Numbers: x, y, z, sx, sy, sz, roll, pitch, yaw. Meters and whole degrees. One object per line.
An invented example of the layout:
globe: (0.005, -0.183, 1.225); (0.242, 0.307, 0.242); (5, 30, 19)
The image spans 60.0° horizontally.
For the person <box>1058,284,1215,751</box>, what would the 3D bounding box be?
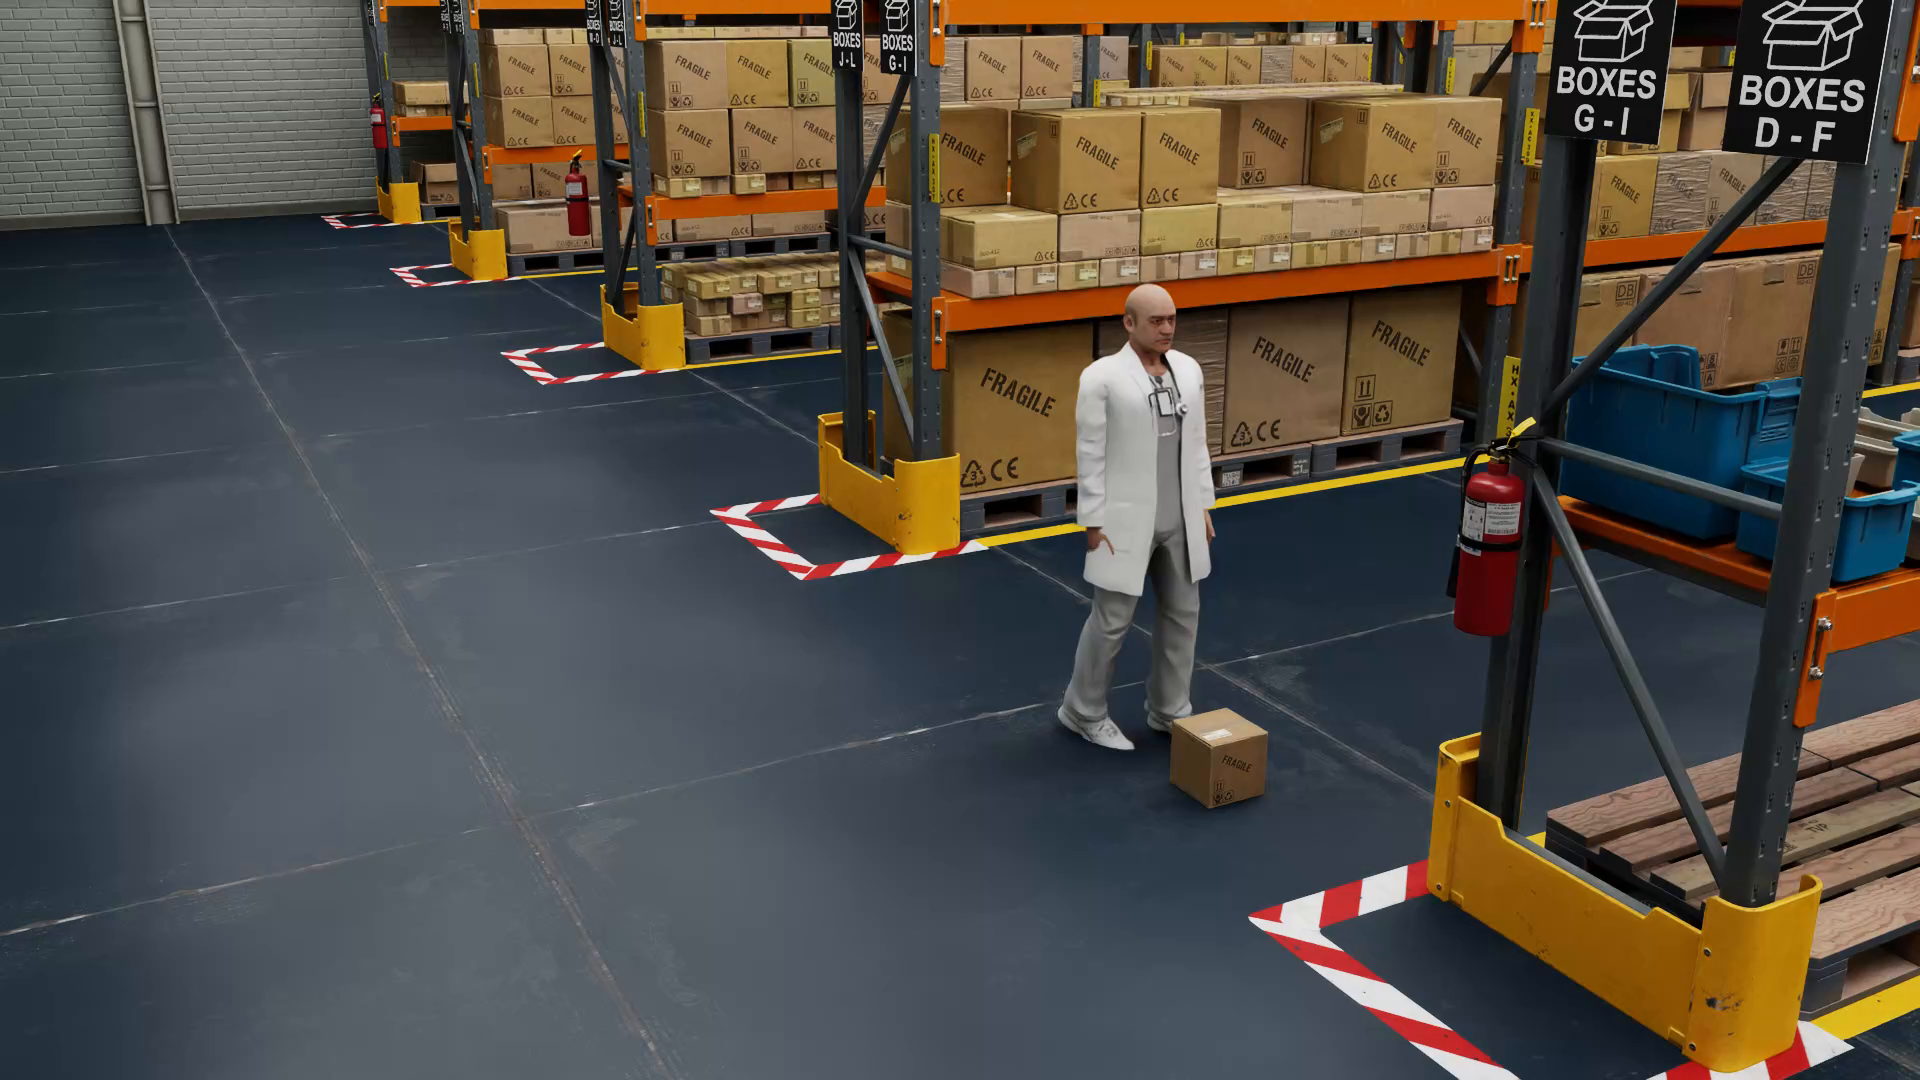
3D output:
person: (0.727, -0.022, 6.301); (0.592, 1.773, 0.522); (-9, 20, -25)
